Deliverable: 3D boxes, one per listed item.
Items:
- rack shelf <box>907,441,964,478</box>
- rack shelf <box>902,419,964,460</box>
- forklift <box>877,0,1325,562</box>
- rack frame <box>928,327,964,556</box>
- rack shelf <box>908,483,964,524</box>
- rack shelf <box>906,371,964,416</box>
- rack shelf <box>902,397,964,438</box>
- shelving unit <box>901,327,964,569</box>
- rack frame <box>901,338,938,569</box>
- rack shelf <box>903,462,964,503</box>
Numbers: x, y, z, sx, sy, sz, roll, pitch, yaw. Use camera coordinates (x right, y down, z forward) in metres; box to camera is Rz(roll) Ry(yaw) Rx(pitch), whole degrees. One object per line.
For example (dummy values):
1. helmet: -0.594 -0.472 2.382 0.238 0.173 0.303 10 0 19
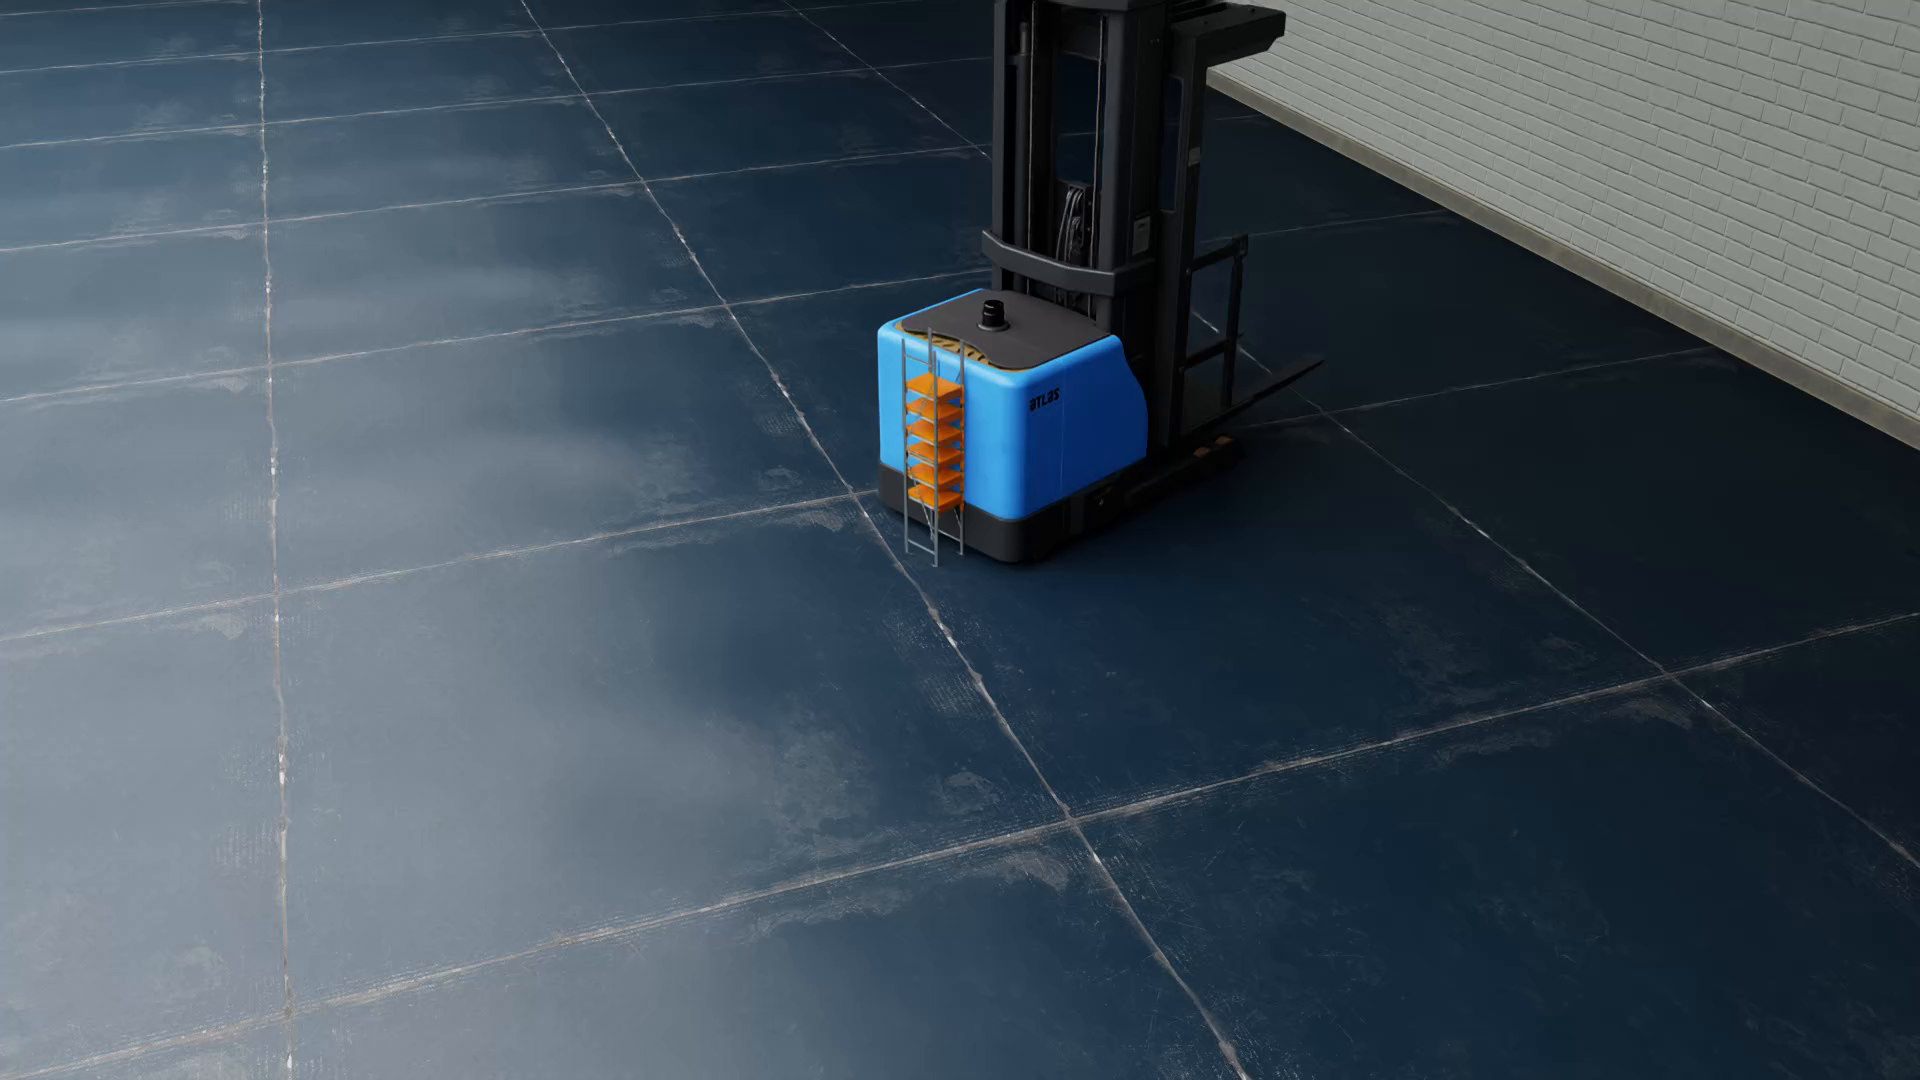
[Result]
1. rack shelf: -0.133 -0.409 8.346 0.258 0.103 0.180 26 39 38
2. rack shelf: -0.133 -0.514 8.287 0.258 0.103 0.180 26 39 38
3. forklift: 0.955 -1.790 8.931 1.130 2.935 3.031 26 39 38
4. rack frame: -0.069 -0.480 8.380 0.240 1.200 0.006 26 39 38
5. rack shelf: -0.133 -0.201 8.465 0.258 0.103 0.180 26 39 38
6. rack shelf: -0.133 -0.722 8.168 0.258 0.103 0.180 26 39 38
7. rack shelf: -0.133 -0.618 8.227 0.258 0.103 0.180 26 39 38
8. shelving unit: -0.133 -0.448 8.324 0.258 1.200 0.189 26 39 38
9. rack frame: -0.198 -0.416 8.268 0.240 1.200 0.006 26 39 38
10. rack shelf: -0.133 -0.305 8.405 0.258 0.103 0.180 26 39 38
